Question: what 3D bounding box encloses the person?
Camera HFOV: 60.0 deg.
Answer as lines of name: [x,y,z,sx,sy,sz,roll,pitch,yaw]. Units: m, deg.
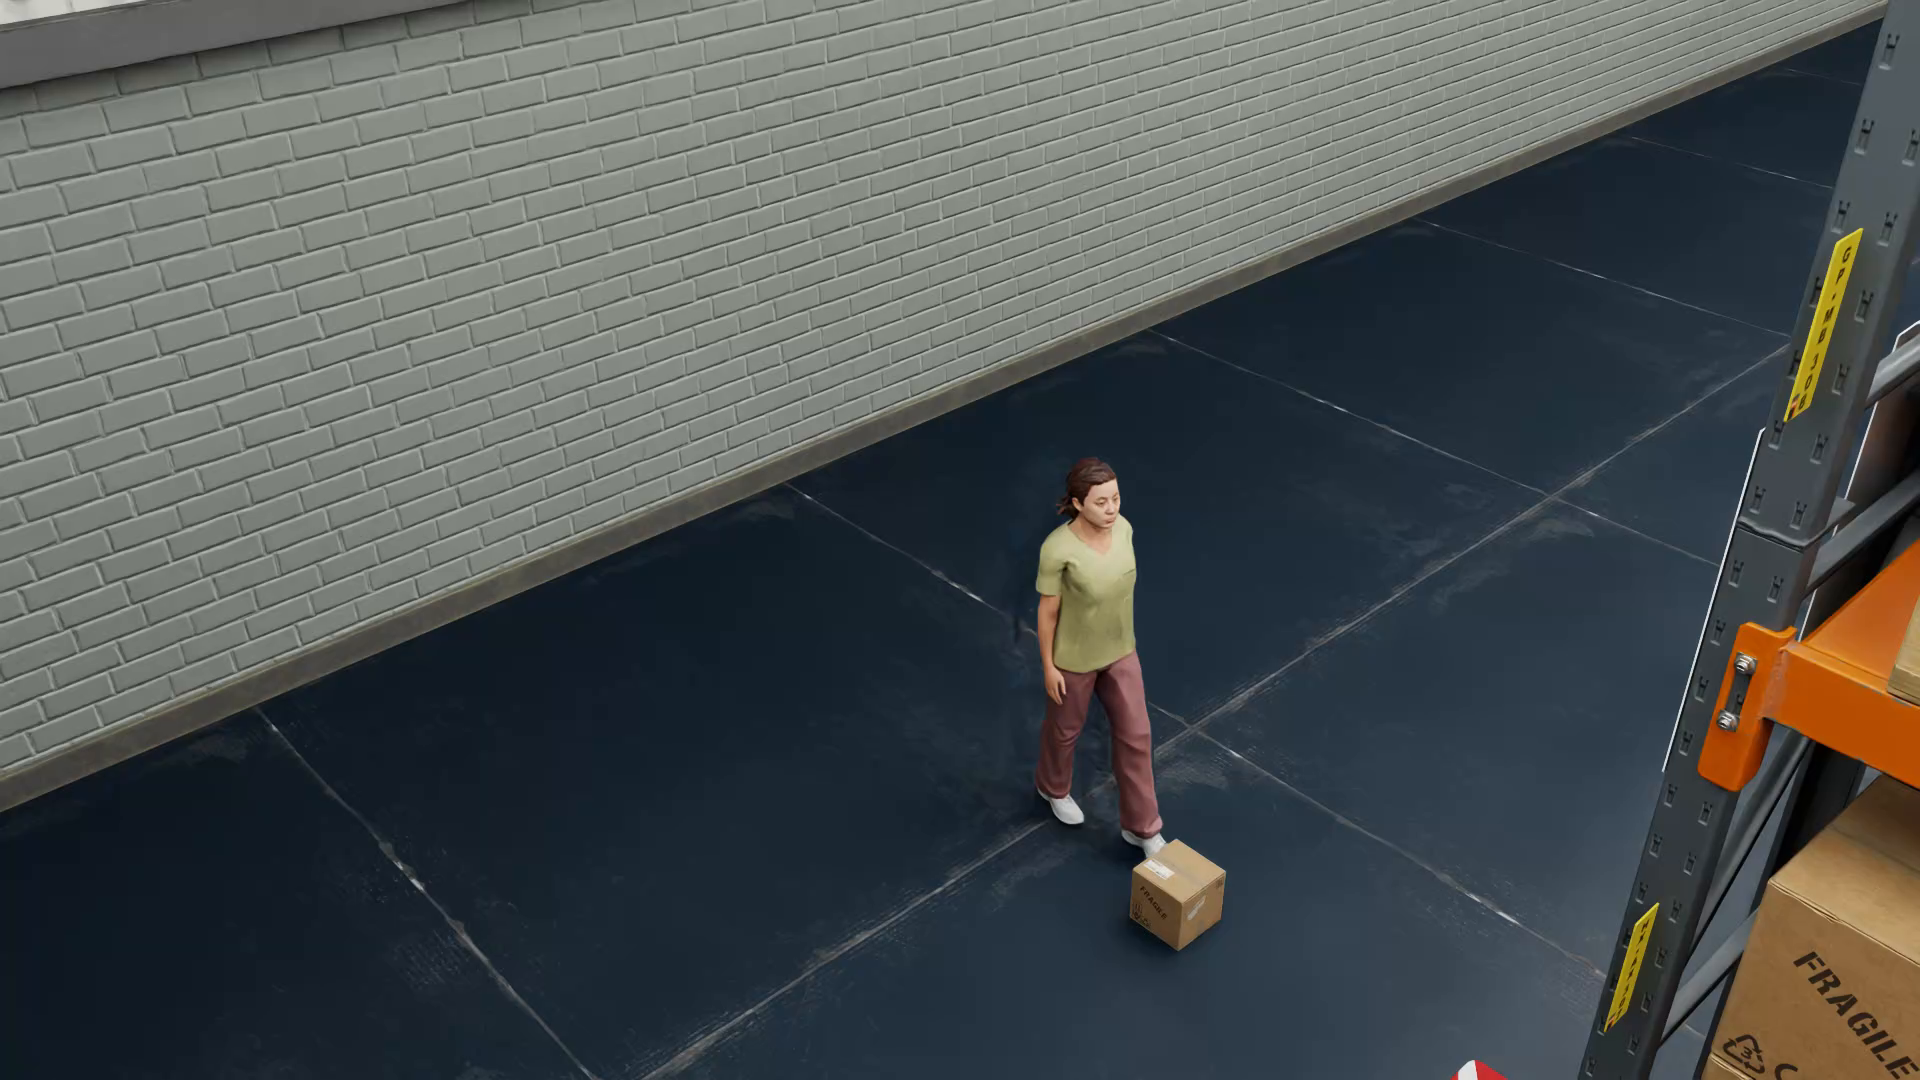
person: [0.554,0.493,6.335,0.447,1.652,0.735,-16,35,-24]
